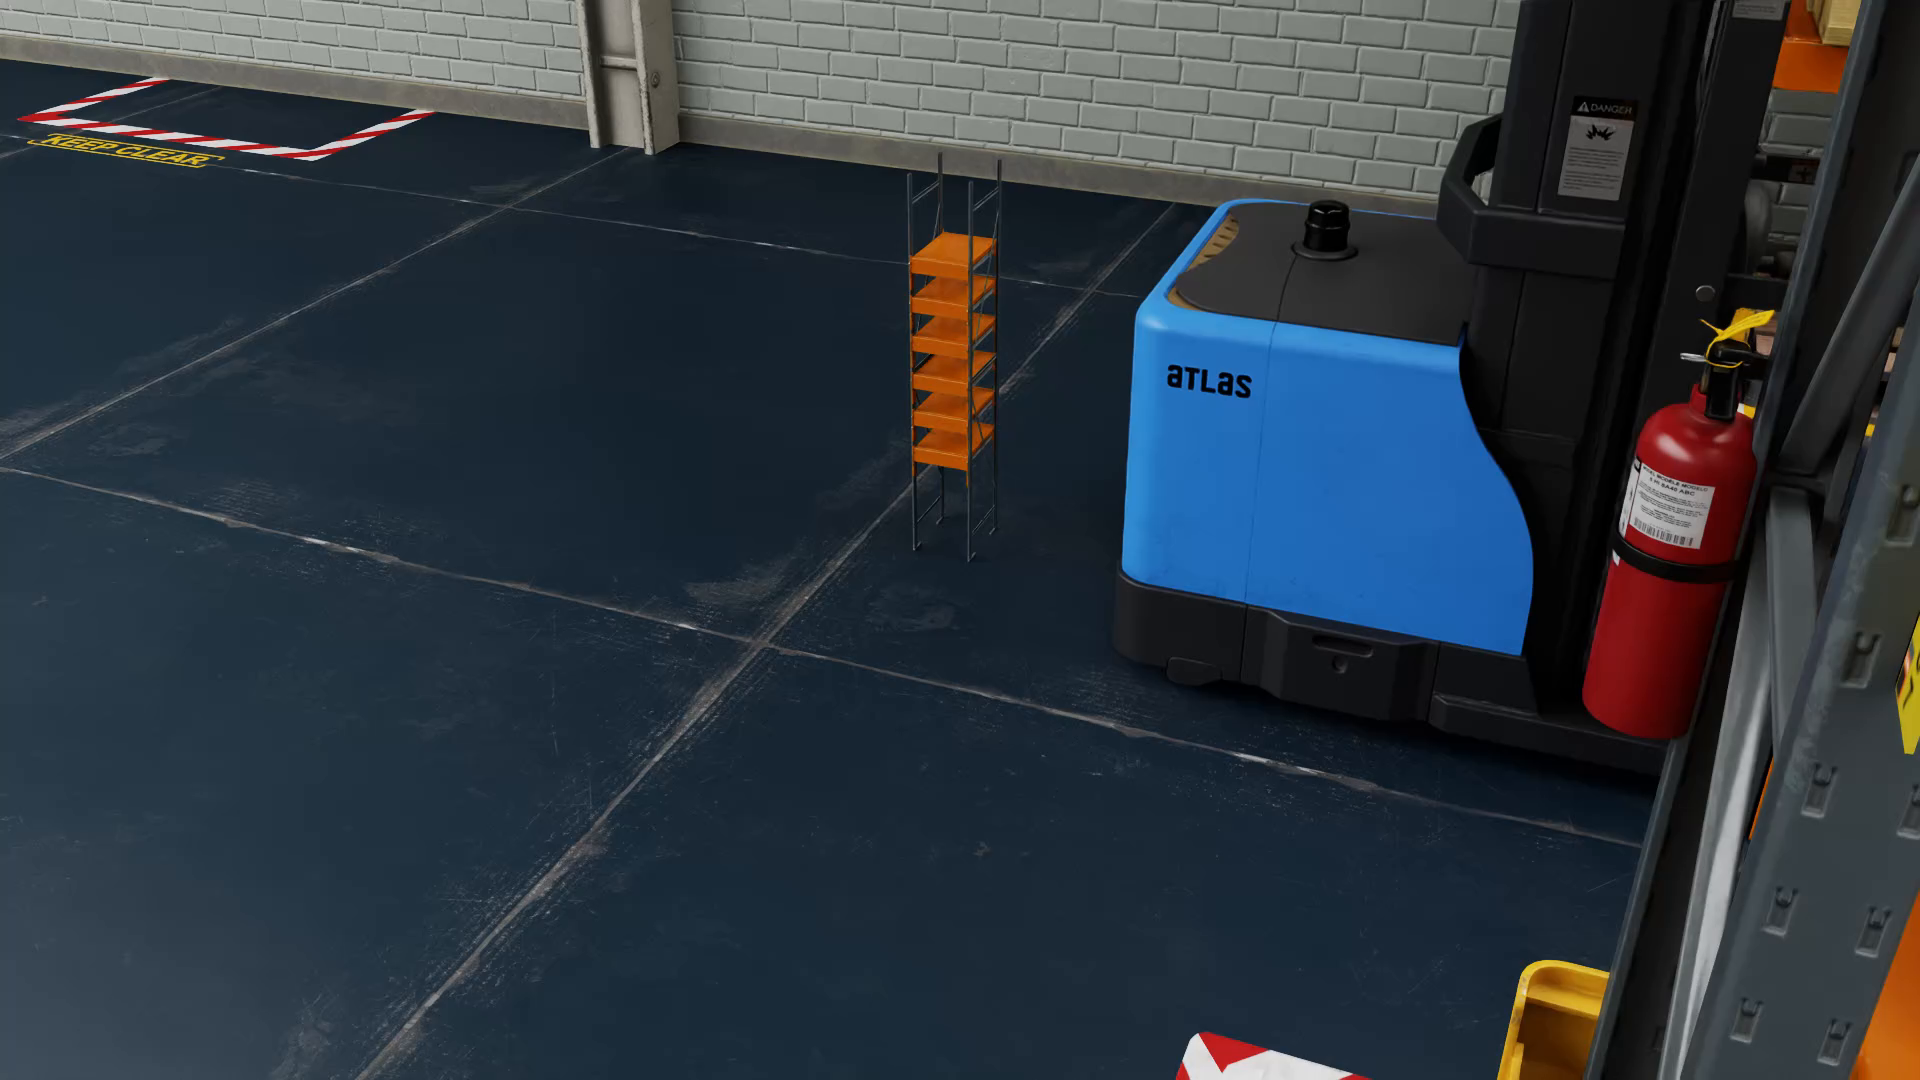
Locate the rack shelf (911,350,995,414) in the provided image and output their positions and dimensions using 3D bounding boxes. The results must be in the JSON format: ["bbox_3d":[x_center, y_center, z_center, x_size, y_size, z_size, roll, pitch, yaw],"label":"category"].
[{"bbox_3d":[-0.013,-0.486,4.981,0.180,0.103,0.258,11,31,19],"label":"rack shelf"}]

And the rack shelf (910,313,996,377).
[{"bbox_3d":[-0.013,-0.591,4.922,0.180,0.103,0.258,11,31,19],"label":"rack shelf"}]

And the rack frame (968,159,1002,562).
[{"bbox_3d":[0.071,-0.508,4.930,0.006,1.200,0.240,11,31,19],"label":"rack frame"}]

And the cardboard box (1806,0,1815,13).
[{"bbox_3d":[3.327,-2.043,5.948,0.500,0.250,0.500,12,32,20],"label":"cardboard box"}]

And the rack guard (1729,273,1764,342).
[{"bbox_3d":[2.891,-0.996,6.503,0.348,0.500,1.175,11,31,19],"label":"rack guard"}]

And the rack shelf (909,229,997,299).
[{"bbox_3d":[-0.013,-0.800,4.804,0.180,0.103,0.258,11,31,19],"label":"rack shelf"}]

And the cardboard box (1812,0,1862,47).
[{"bbox_3d":[3.154,-1.806,5.529,0.500,0.250,0.500,10,31,18],"label":"cardboard box"}]

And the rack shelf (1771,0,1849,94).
[{"bbox_3d":[4.674,-1.415,5.435,4.000,0.370,1.077,11,31,19],"label":"rack shelf"}]

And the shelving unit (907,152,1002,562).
[{"bbox_3d":[-0.013,-0.525,4.959,0.189,1.200,0.258,11,31,19],"label":"shelving unit"}]

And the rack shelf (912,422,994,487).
[{"bbox_3d":[-0.013,-0.277,5.099,0.180,0.103,0.258,11,31,19],"label":"rack shelf"}]

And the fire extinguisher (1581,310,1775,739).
[{"bbox_3d":[1.027,-0.038,2.348,0.183,0.674,0.296,11,31,19],"label":"fire extinguisher"}]

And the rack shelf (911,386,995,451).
[{"bbox_3d":[-0.013,-0.382,5.040,0.180,0.103,0.258,11,31,19],"label":"rack shelf"}]

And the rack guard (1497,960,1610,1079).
[{"bbox_3d":[0.939,1.245,2.539,0.348,0.500,1.175,11,31,19],"label":"rack guard"}]

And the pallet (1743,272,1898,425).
[{"bbox_3d":[3.631,-0.703,6.280,1.213,0.211,1.003,11,31,19],"label":"pallet"}]

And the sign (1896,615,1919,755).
[{"bbox_3d":[0.747,0.002,1.237,0.005,0.325,0.100,11,31,19],"label":"sign"}]

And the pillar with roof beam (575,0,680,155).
[{"bbox_3d":[-3.384,-4.121,3.397,0.400,9.000,9.100,11,31,19],"label":"pillar with roof beam"}]

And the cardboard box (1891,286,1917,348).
[{"bbox_3d":[3.428,-0.950,6.167,0.500,0.311,0.500,8,30,13],"label":"cardboard box"}]

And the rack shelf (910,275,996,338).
[{"bbox_3d":[-0.013,-0.695,4.863,0.180,0.103,0.258,11,31,19],"label":"rack shelf"}]

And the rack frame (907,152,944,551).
[{"bbox_3d":[-0.098,-0.542,4.989,0.006,1.200,0.240,11,31,19],"label":"rack frame"}]

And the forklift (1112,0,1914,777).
[{"bbox_3d":[1.992,-0.871,3.812,3.031,2.935,1.130,11,31,18],"label":"forklift"}]

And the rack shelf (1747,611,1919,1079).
[{"bbox_3d":[2.815,0.845,1.438,4.000,0.370,1.077,11,31,19],"label":"rack shelf"}]
